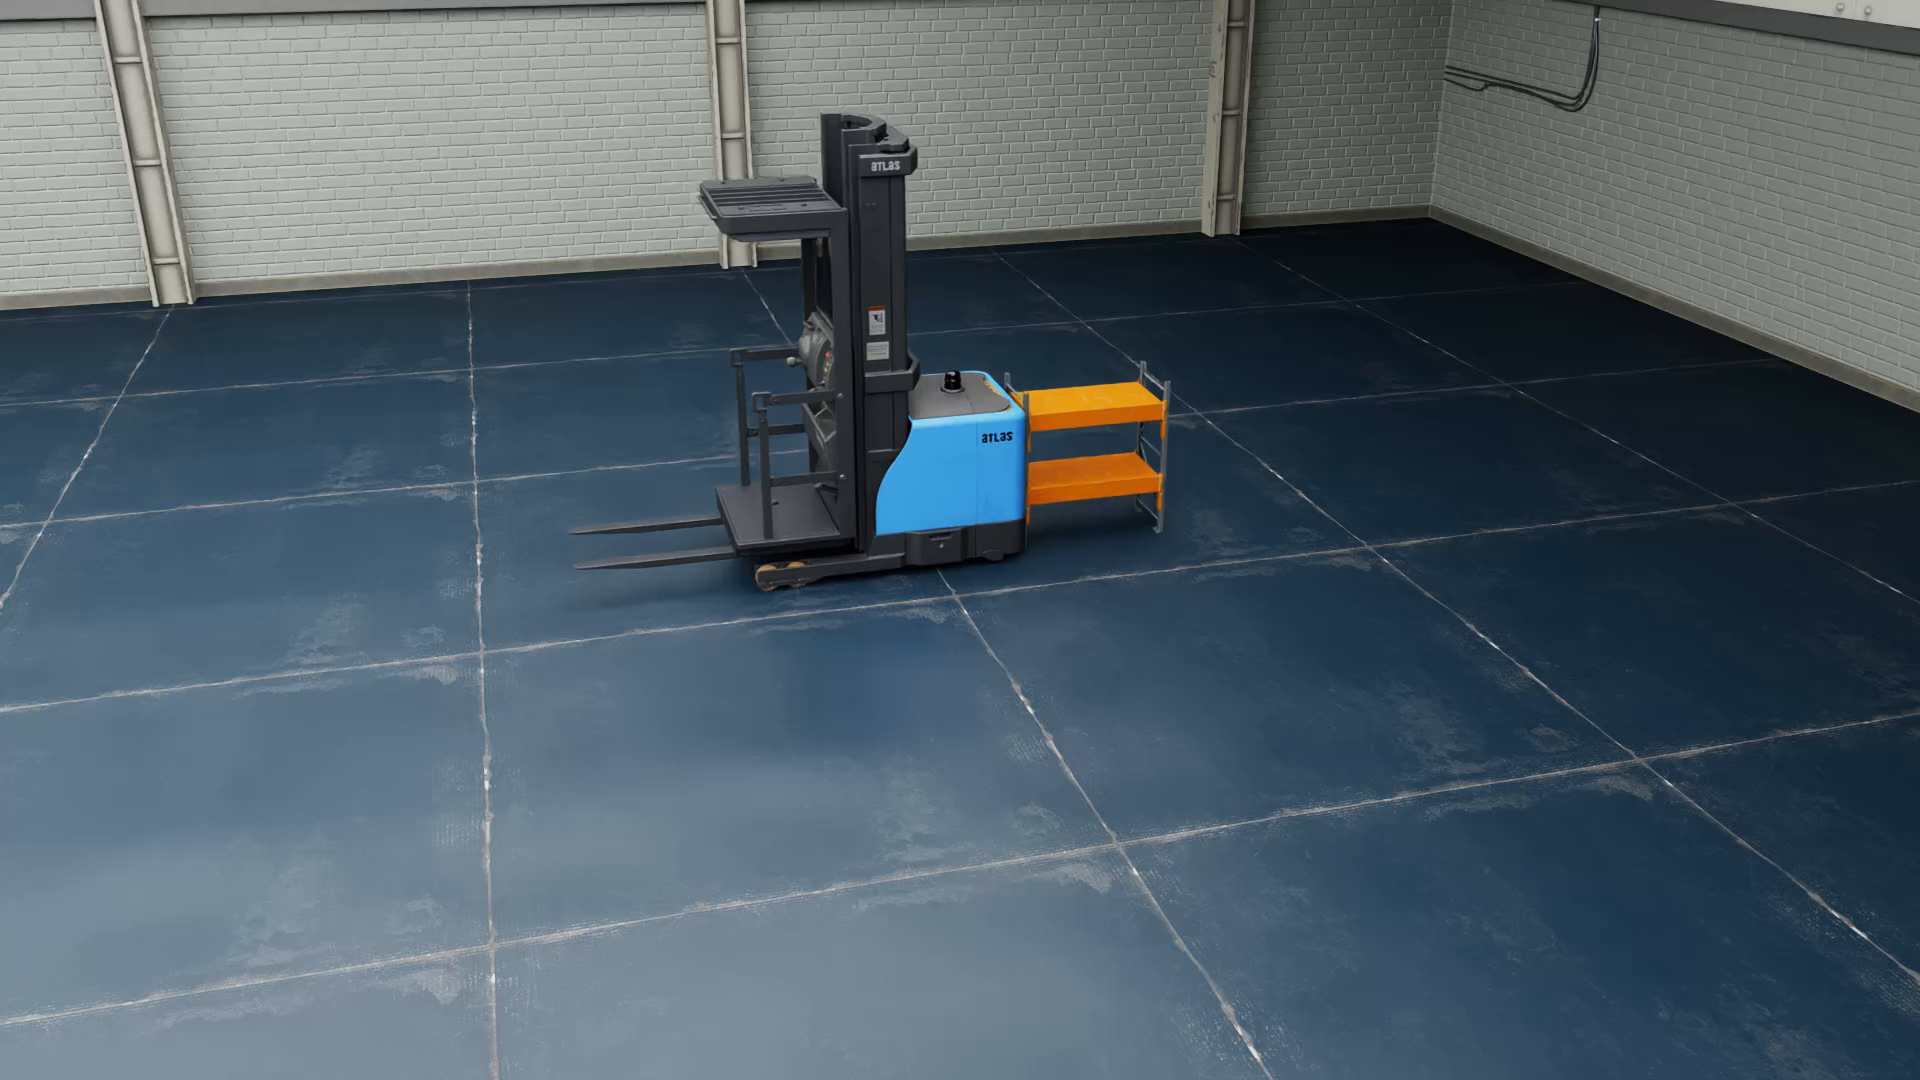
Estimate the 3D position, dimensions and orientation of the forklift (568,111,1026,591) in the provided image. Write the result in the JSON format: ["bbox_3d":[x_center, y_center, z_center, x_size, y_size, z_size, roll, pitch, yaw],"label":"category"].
[{"bbox_3d":[-1.126,-1.244,10.931,3.031,2.935,1.130,-6,24,-14],"label":"forklift"}]

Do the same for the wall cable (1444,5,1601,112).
[{"bbox_3d":[6.422,-6.330,19.028,0.112,2.526,3.097,-6,24,-14],"label":"wall cable"}]

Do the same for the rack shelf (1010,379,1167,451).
[{"bbox_3d":[0.879,-0.880,11.633,1.000,0.278,0.538,-6,24,-14],"label":"rack shelf"}]

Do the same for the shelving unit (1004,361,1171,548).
[{"bbox_3d":[0.879,-0.612,11.749,1.048,1.125,0.538,-6,24,-14],"label":"shelving unit"}]

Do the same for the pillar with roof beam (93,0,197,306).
[{"bbox_3d":[-7.163,-5.032,12.066,0.400,9.000,9.100,-6,24,-14],"label":"pillar with roof beam"}]

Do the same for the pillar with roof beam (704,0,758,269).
[{"bbox_3d":[-1.386,-5.672,13.556,0.400,9.000,9.100,-6,24,-14],"label":"pillar with roof beam"}]

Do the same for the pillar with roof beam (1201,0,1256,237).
[{"bbox_3d":[4.391,-6.311,15.045,0.400,9.000,9.100,-6,24,-14],"label":"pillar with roof beam"}]

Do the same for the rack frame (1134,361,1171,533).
[{"bbox_3d":[1.369,-0.664,11.872,0.032,1.125,0.500,-6,24,-14],"label":"rack frame"}]

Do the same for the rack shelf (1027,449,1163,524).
[{"bbox_3d":[0.879,-0.387,11.845,1.000,0.278,0.538,-6,24,-14],"label":"rack shelf"}]

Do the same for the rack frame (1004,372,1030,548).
[{"bbox_3d":[0.389,-0.559,11.625,0.032,1.125,0.500,-6,24,-14],"label":"rack frame"}]
